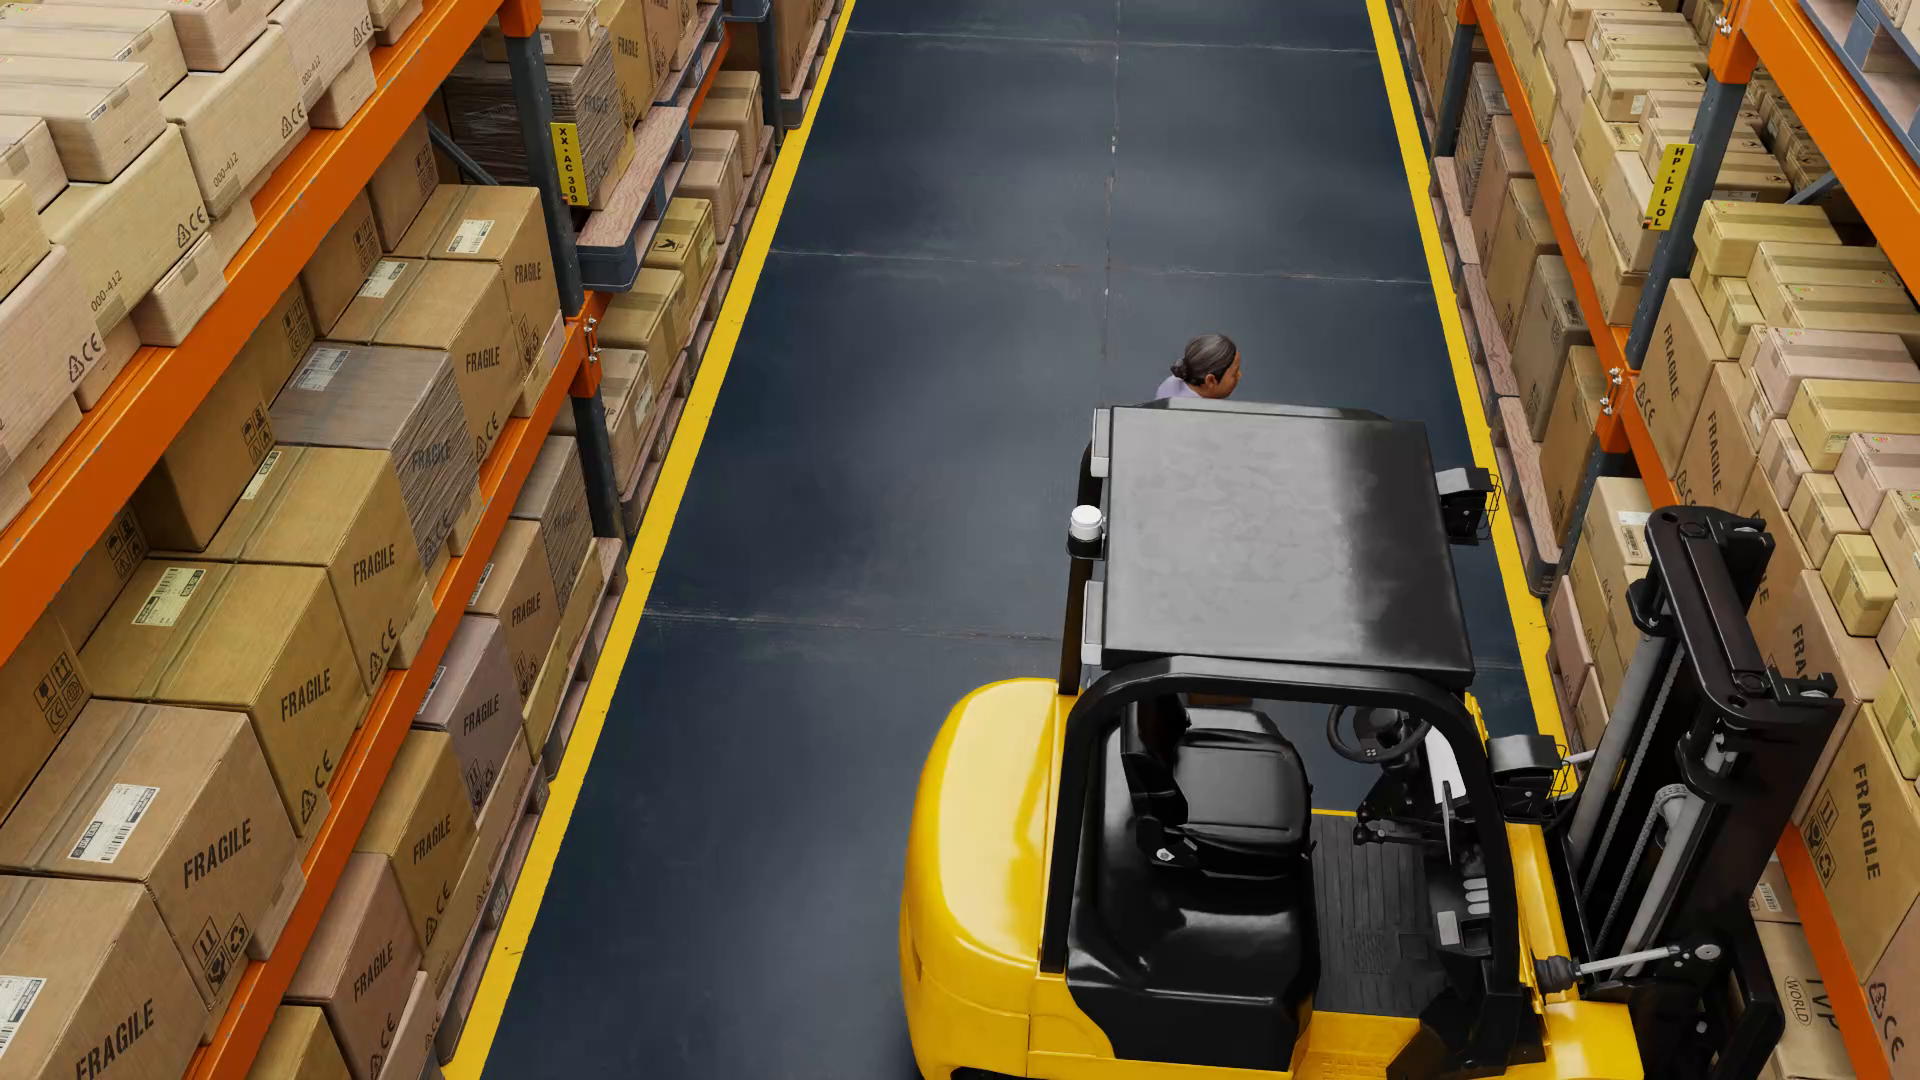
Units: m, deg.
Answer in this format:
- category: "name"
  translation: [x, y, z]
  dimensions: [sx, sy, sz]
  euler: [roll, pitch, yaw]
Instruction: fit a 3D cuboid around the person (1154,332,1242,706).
- category: "person"
  translation: [0.811, -0.052, 6.223]
  dimensions: [0.368, 1.653, 0.563]
  euler: [1, 40, 2]
